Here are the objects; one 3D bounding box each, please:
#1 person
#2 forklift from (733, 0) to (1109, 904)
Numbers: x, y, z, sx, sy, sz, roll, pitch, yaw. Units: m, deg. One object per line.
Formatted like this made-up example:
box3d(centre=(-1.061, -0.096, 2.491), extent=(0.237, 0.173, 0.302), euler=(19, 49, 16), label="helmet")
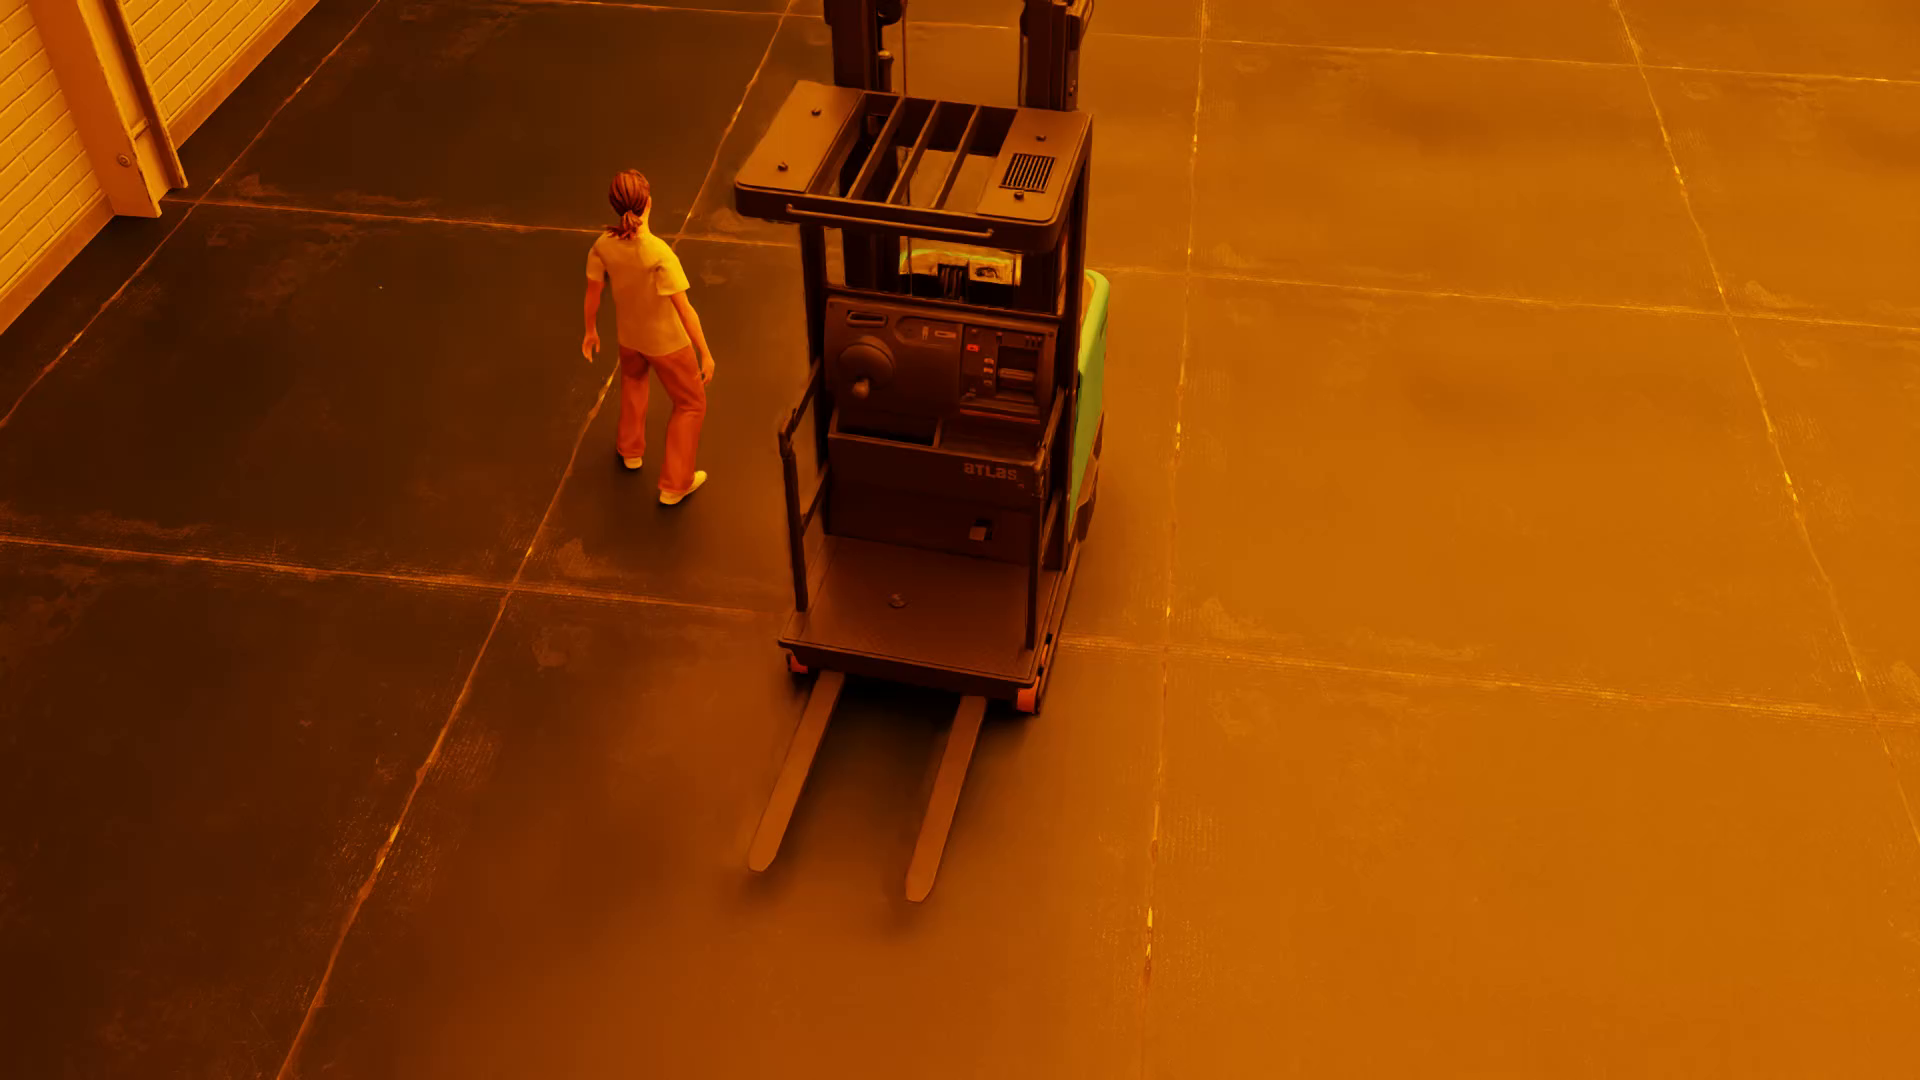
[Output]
box3d(centre=(-1.447, -0.913, 7.703), extent=(0.795, 1.646, 0.410), euler=(21, 46, 21), label="person")
box3d(centre=(-0.128, -0.629, 6.409), extent=(1.130, 2.935, 3.031), euler=(9, 43, 9), label="forklift")
